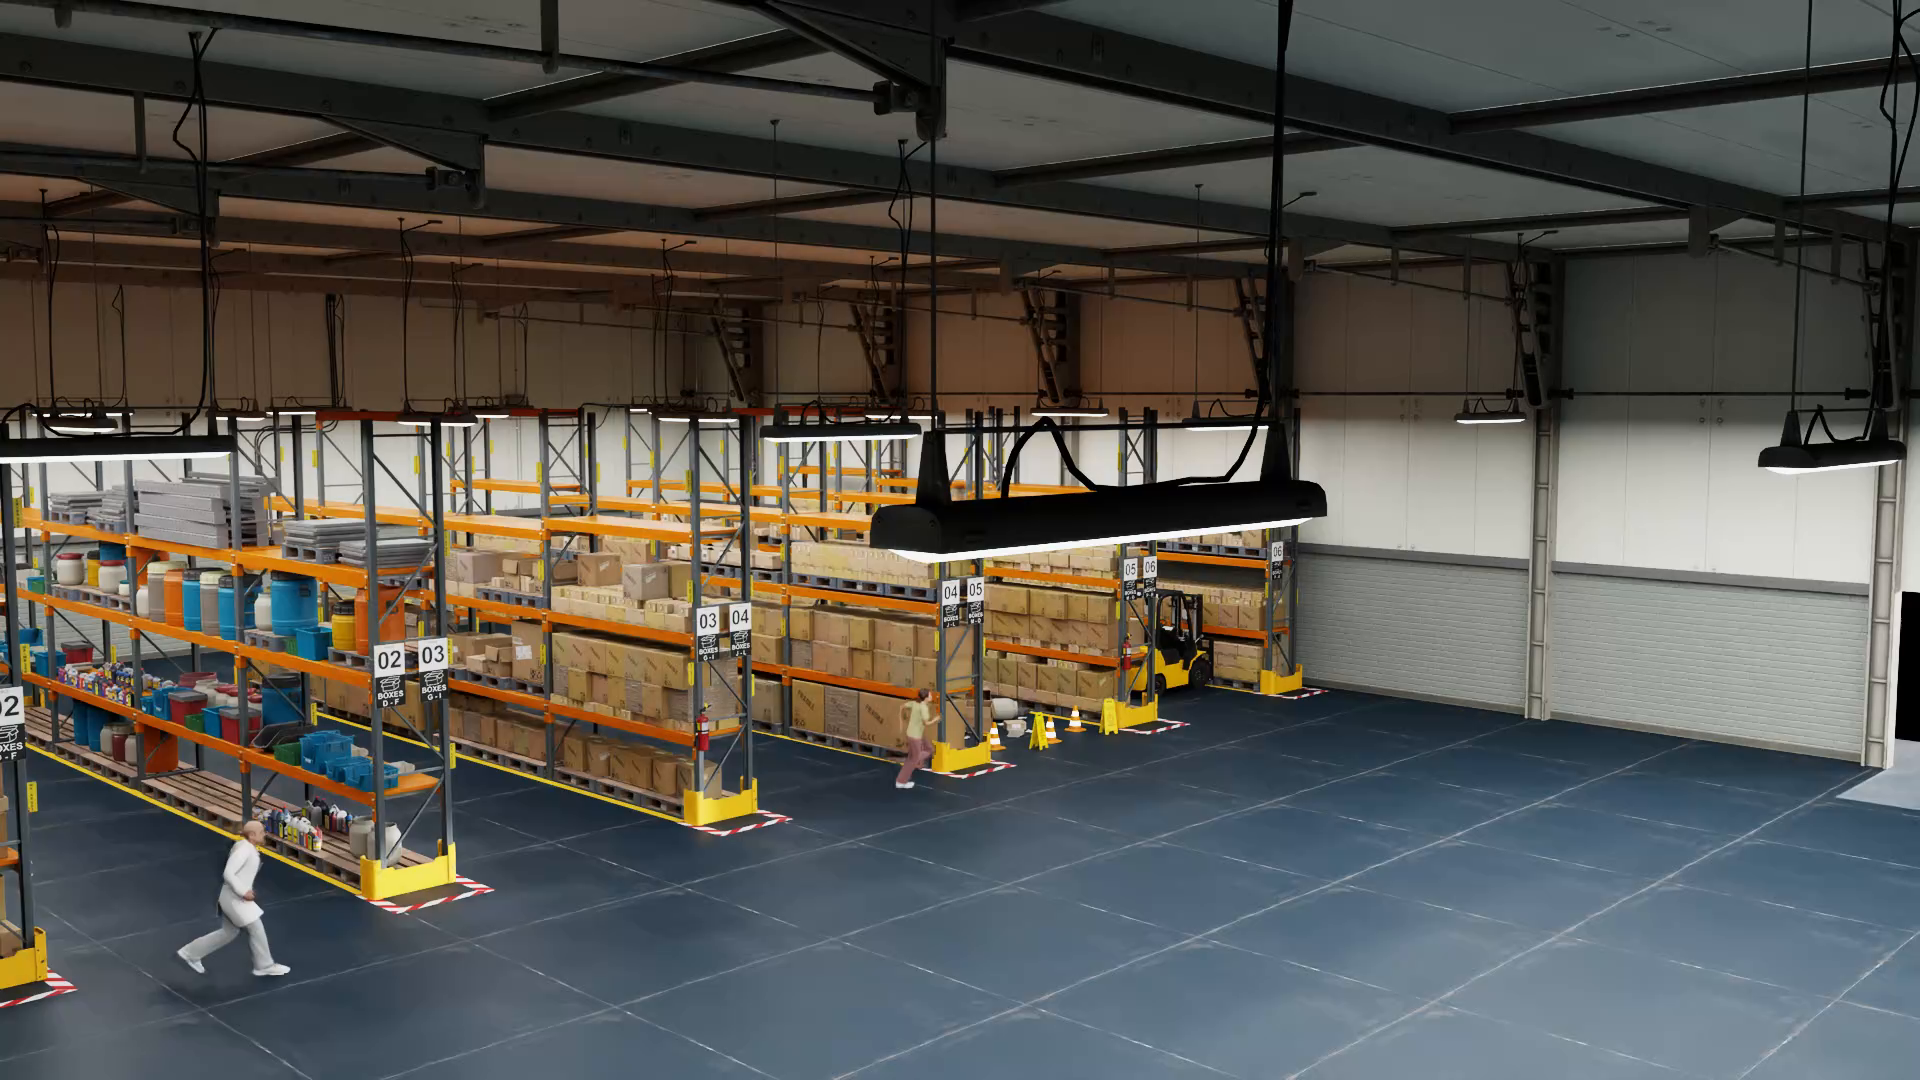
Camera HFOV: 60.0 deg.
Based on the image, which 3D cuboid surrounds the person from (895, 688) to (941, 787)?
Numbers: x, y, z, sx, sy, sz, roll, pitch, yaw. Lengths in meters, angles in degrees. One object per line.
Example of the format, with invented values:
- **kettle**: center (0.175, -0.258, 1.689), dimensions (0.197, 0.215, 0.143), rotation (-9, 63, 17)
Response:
- **person**: center (-0.674, 3.165, 26.673), dimensions (0.741, 1.588, 0.547), rotation (-1, 5, -14)

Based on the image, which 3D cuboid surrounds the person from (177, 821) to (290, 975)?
- **person**: center (-7.811, 3.885, 17.810), dimensions (1.105, 1.736, 0.733), rotation (-2, 5, -17)

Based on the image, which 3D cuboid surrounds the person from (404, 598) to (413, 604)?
- **person**: center (-12.613, 2.176, 37.704), dimensions (0.923, 1.758, 0.713), rotation (4, 7, 41)
